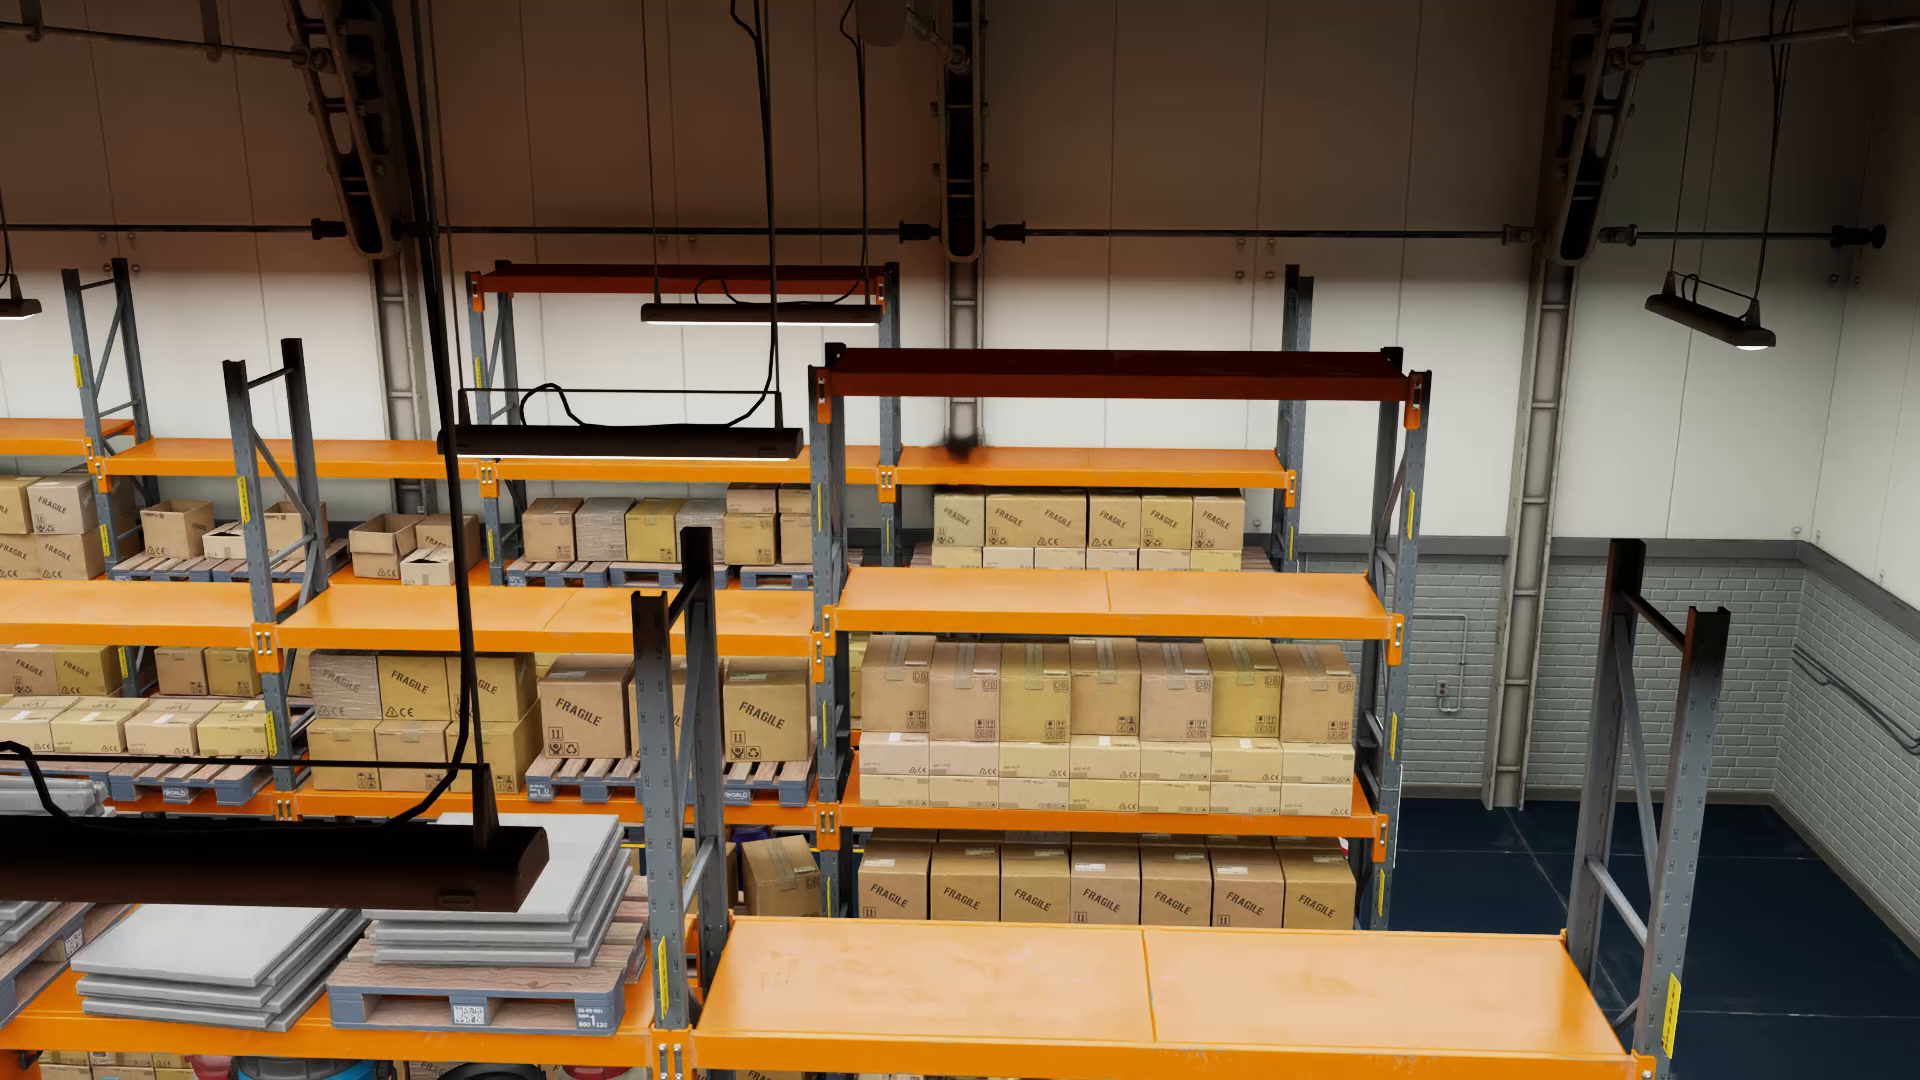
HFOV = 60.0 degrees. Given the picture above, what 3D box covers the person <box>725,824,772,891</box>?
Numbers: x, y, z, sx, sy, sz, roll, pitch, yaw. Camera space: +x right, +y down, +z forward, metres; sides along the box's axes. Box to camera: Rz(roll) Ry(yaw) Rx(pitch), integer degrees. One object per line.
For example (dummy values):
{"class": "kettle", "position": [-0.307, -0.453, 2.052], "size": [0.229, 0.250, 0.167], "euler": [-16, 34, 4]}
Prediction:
{"class": "person", "position": [-1.985, 2.894, 15.667], "size": [0.521, 1.658, 0.414], "euler": [-2, 16, -8]}
